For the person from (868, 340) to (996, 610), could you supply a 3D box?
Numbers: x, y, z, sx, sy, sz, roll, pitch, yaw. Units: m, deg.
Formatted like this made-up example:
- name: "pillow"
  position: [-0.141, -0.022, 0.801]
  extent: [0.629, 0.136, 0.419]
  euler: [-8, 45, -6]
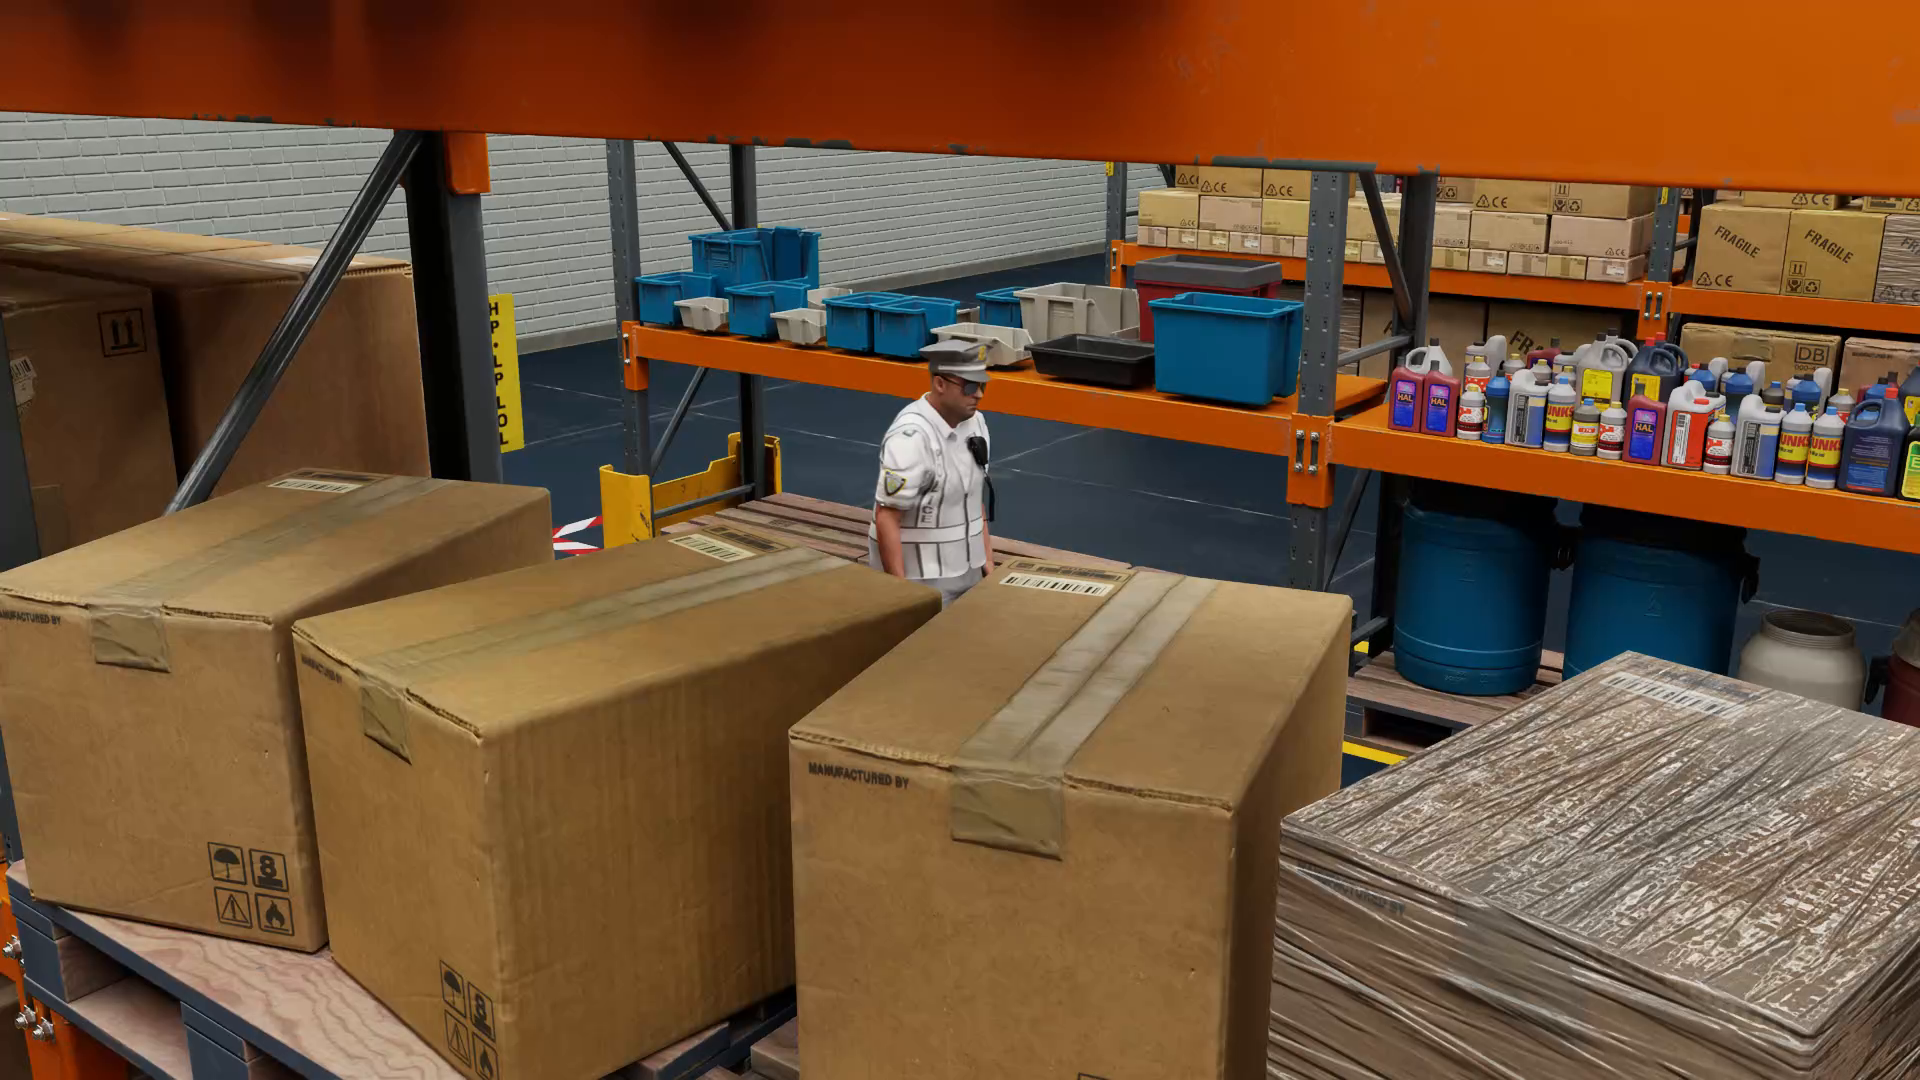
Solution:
- name: "person"
  position: [-0.089, 0.132, 6.076]
  extent: [0.434, 1.749, 0.585]
  euler: [12, 20, 35]
